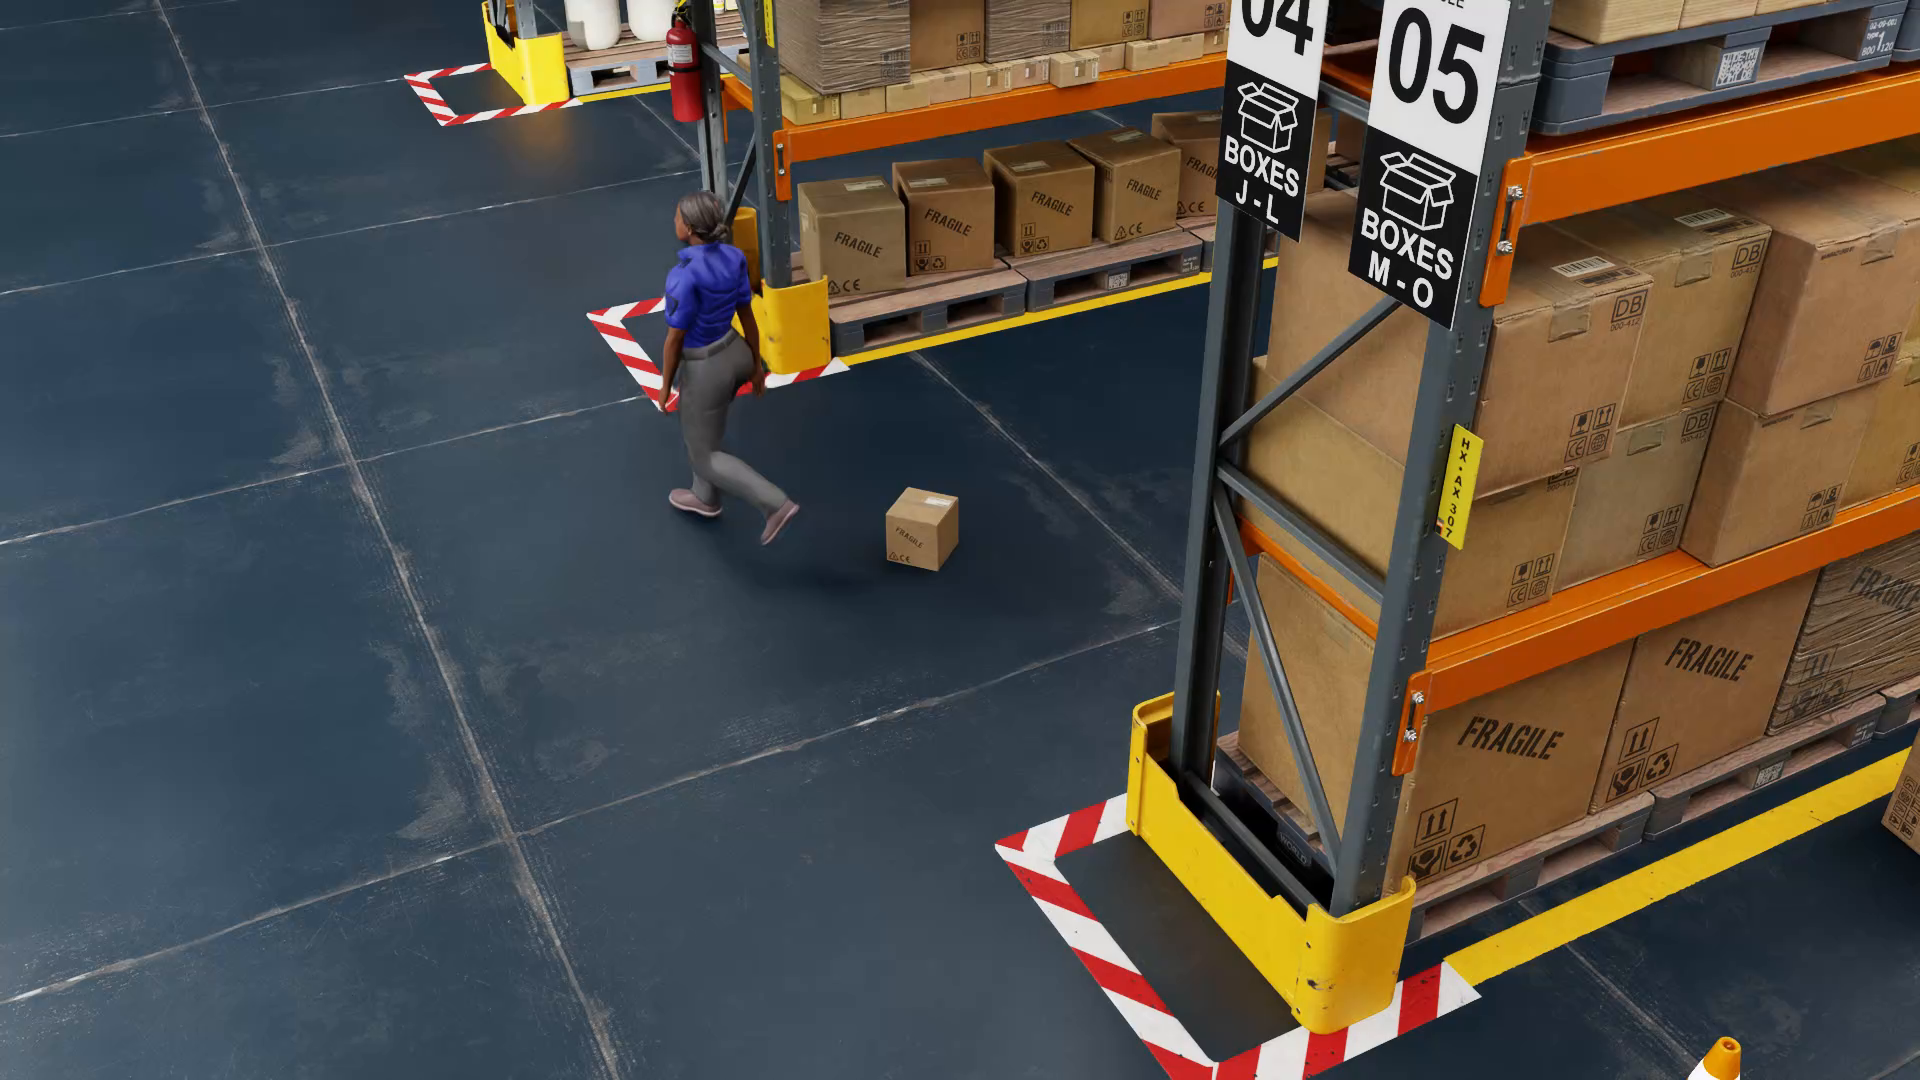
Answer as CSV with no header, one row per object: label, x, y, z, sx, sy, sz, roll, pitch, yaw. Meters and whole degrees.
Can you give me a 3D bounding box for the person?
person,-1.036,-0.724,7.236,0.846,1.617,0.459,17,37,25
